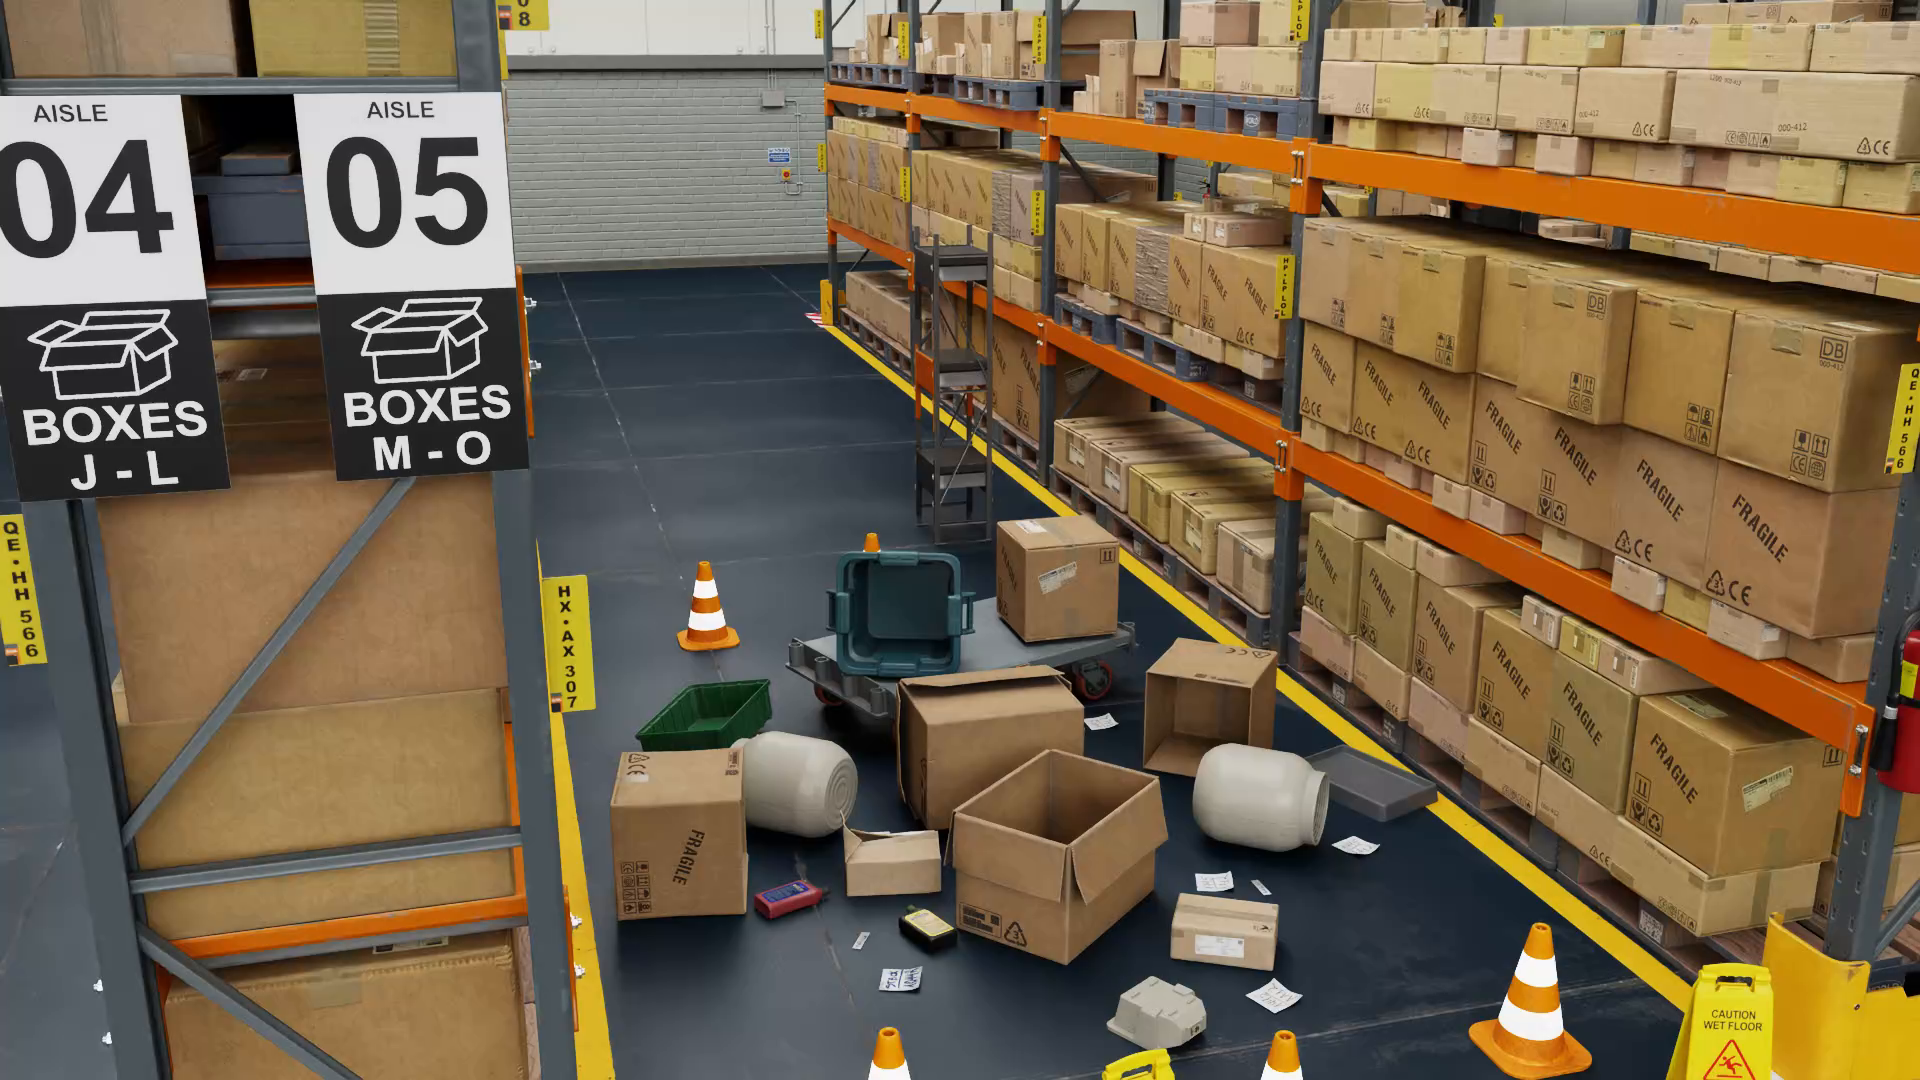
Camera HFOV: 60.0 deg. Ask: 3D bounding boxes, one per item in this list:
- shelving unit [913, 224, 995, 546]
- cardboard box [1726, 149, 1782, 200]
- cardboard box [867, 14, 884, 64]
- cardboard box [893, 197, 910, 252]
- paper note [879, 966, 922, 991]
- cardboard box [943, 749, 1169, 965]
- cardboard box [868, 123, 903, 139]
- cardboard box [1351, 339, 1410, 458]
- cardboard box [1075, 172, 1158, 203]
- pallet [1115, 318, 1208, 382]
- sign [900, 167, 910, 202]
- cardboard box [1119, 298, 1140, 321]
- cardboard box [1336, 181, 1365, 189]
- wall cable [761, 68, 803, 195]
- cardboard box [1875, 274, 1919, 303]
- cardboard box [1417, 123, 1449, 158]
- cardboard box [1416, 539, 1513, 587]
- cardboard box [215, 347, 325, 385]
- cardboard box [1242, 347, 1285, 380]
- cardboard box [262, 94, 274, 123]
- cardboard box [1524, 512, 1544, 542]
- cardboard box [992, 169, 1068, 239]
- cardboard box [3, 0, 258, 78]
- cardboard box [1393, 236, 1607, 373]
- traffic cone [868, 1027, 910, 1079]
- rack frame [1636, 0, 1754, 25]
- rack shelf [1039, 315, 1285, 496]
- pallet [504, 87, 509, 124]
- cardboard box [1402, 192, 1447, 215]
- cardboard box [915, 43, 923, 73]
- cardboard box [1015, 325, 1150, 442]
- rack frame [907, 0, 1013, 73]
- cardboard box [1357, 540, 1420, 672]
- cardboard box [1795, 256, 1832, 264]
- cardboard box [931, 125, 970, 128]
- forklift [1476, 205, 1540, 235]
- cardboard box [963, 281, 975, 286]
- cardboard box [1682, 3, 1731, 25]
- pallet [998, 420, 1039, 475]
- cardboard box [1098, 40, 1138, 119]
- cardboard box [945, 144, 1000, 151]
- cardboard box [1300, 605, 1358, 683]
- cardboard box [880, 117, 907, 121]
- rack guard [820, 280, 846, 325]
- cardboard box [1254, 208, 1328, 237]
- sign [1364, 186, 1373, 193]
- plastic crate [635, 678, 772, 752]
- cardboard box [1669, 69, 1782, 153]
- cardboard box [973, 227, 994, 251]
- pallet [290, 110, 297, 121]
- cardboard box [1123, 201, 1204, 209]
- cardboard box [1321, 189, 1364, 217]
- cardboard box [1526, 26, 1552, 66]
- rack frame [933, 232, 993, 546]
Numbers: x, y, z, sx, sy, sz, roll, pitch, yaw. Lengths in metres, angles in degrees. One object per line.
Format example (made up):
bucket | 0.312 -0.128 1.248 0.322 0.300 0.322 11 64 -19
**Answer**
shelving unit | -0.045 -1.051 11.302 0.431 2.100 0.503 -5 17 -15
cardboard box | 2.796 -1.221 5.525 0.380 0.149 0.250 -4 17 -14
cardboard box | -0.684 -5.275 17.508 0.500 0.500 0.500 -4 17 -14
cardboard box | -0.368 -3.161 16.587 0.500 0.500 0.500 -5 17 -15
paper note | -0.216 1.600 6.075 0.144 0.017 0.142 1 17 4
cardboard box | 0.386 1.224 6.501 0.637 0.503 0.797 11 20 32
cardboard box | -0.758 -4.328 17.606 0.380 0.149 0.250 -5 17 -15
cardboard box | 2.217 -0.702 7.883 0.500 0.500 0.500 -5 17 -15
cardboard box | 1.204 -2.581 12.918 0.500 0.500 0.500 -5 18 -17
pallet | 1.688 -1.262 10.773 1.003 0.211 1.213 -5 17 -15
sign | -0.528 -3.413 15.958 0.100 0.325 0.005 -5 17 -15
cardboard box | 1.288 -1.576 11.192 0.380 0.149 0.250 -4 17 -12
cardboard box | 4.623 -4.261 18.863 0.500 0.500 0.500 -5 17 -17
wall cable | -2.666 -6.171 24.960 0.585 1.953 0.123 -5 17 -15
cardboard box | 6.446 -1.610 10.991 0.500 0.250 0.500 -5 17 -17
cardboard box | 2.277 -1.794 7.431 0.380 0.149 0.250 -4 17 -14
cardboard box | 2.303 0.094 7.543 0.380 0.149 0.250 -4 17 -12
cardboard box | -1.757 -0.271 5.004 0.875 0.550 0.550 -5 17 -15
cardboard box | 1.797 -0.993 9.251 0.380 0.149 0.250 -4 17 -14
cardboard box | -2.265 -1.319 4.946 0.380 0.149 0.250 -4 17 -15
cardboard box | 2.593 -0.076 6.928 0.380 0.149 0.250 -5 17 -15
cardboard box | 0.562 -2.689 13.277 0.500 0.500 0.500 -4 17 -14
cardboard box | -1.832 -1.136 3.645 0.500 0.250 0.500 -4 17 -15
cardboard box | 2.347 -1.038 7.266 0.700 0.500 0.500 -5 17 -16
traffic cone | -0.209 1.690 5.023 0.336 0.463 0.334 -5 17 -15
rack frame | 5.876 -5.165 13.005 1.000 3.000 0.127 -5 17 -15
rack shelf | 1.654 -1.001 10.820 1.077 0.370 4.000 -5 17 -15
pallet | -3.399 -2.651 10.179 1.213 0.211 1.003 -4 17 -13
cardboard box | 4.837 -3.353 16.495 0.700 0.500 0.500 -5 17 -15
cardboard box | -0.194 -4.412 15.216 0.396 0.266 0.258 -5 17 -16
cardboard box | 0.994 -1.280 13.461 0.875 0.875 0.875 -5 17 -16
rack frame | 0.005 -5.878 15.378 1.000 3.000 0.127 -5 17 -15
cardboard box | 2.265 0.296 7.997 0.500 0.500 0.500 -4 17 -13
cardboard box | 6.141 -2.039 11.725 0.380 0.149 0.250 -5 17 -17
cardboard box | -0.083 -4.236 17.302 0.380 0.149 0.250 -5 17 -17
forklift | 4.568 -1.895 12.667 3.031 2.935 1.130 6 18 18
cardboard box | 0.270 -2.365 14.373 0.500 0.250 0.500 -5 17 -16
cardboard box | 5.841 -3.806 12.616 0.500 0.500 0.500 -5 17 -15
pallet | 0.960 -0.787 13.705 1.003 0.211 1.213 -5 17 -15
cardboard box | 1.355 -3.120 11.236 0.700 0.500 0.500 -5 17 -15
cardboard box | 0.107 -3.682 16.585 0.500 0.500 0.500 -5 17 -15
cardboard box | 2.106 0.508 8.595 0.500 0.250 0.500 -6 18 -18
cardboard box | -0.710 -4.797 19.168 0.380 0.149 0.250 -4 17 -14
rack guard | -1.101 -2.921 20.306 1.175 0.500 0.348 -5 17 -15
cardboard box | 2.017 -1.944 10.163 0.380 0.149 0.250 -4 17 -12
sign | 4.257 -3.768 17.277 0.100 0.325 0.005 -5 17 -15
plastic crate | -1.221 0.891 8.060 0.450 0.188 0.662 -6 15 16
cardboard box | 2.779 -1.453 5.606 0.500 0.250 0.500 -5 17 -16
cardboard box | 0.422 -2.461 13.824 0.500 0.250 0.500 -5 17 -17
pallet | -2.313 -1.540 6.304 1.003 0.211 1.213 -5 17 -15
cardboard box | 1.497 -2.186 12.095 0.500 0.500 0.500 -5 17 -17
cardboard box | 4.250 -3.728 18.392 0.500 0.250 0.500 -5 17 -15
cardboard box | 2.483 -1.954 6.579 0.380 0.149 0.250 -4 17 -14
rack frame | 0.022 -0.984 11.078 0.400 2.100 0.015 -5 17 -15
